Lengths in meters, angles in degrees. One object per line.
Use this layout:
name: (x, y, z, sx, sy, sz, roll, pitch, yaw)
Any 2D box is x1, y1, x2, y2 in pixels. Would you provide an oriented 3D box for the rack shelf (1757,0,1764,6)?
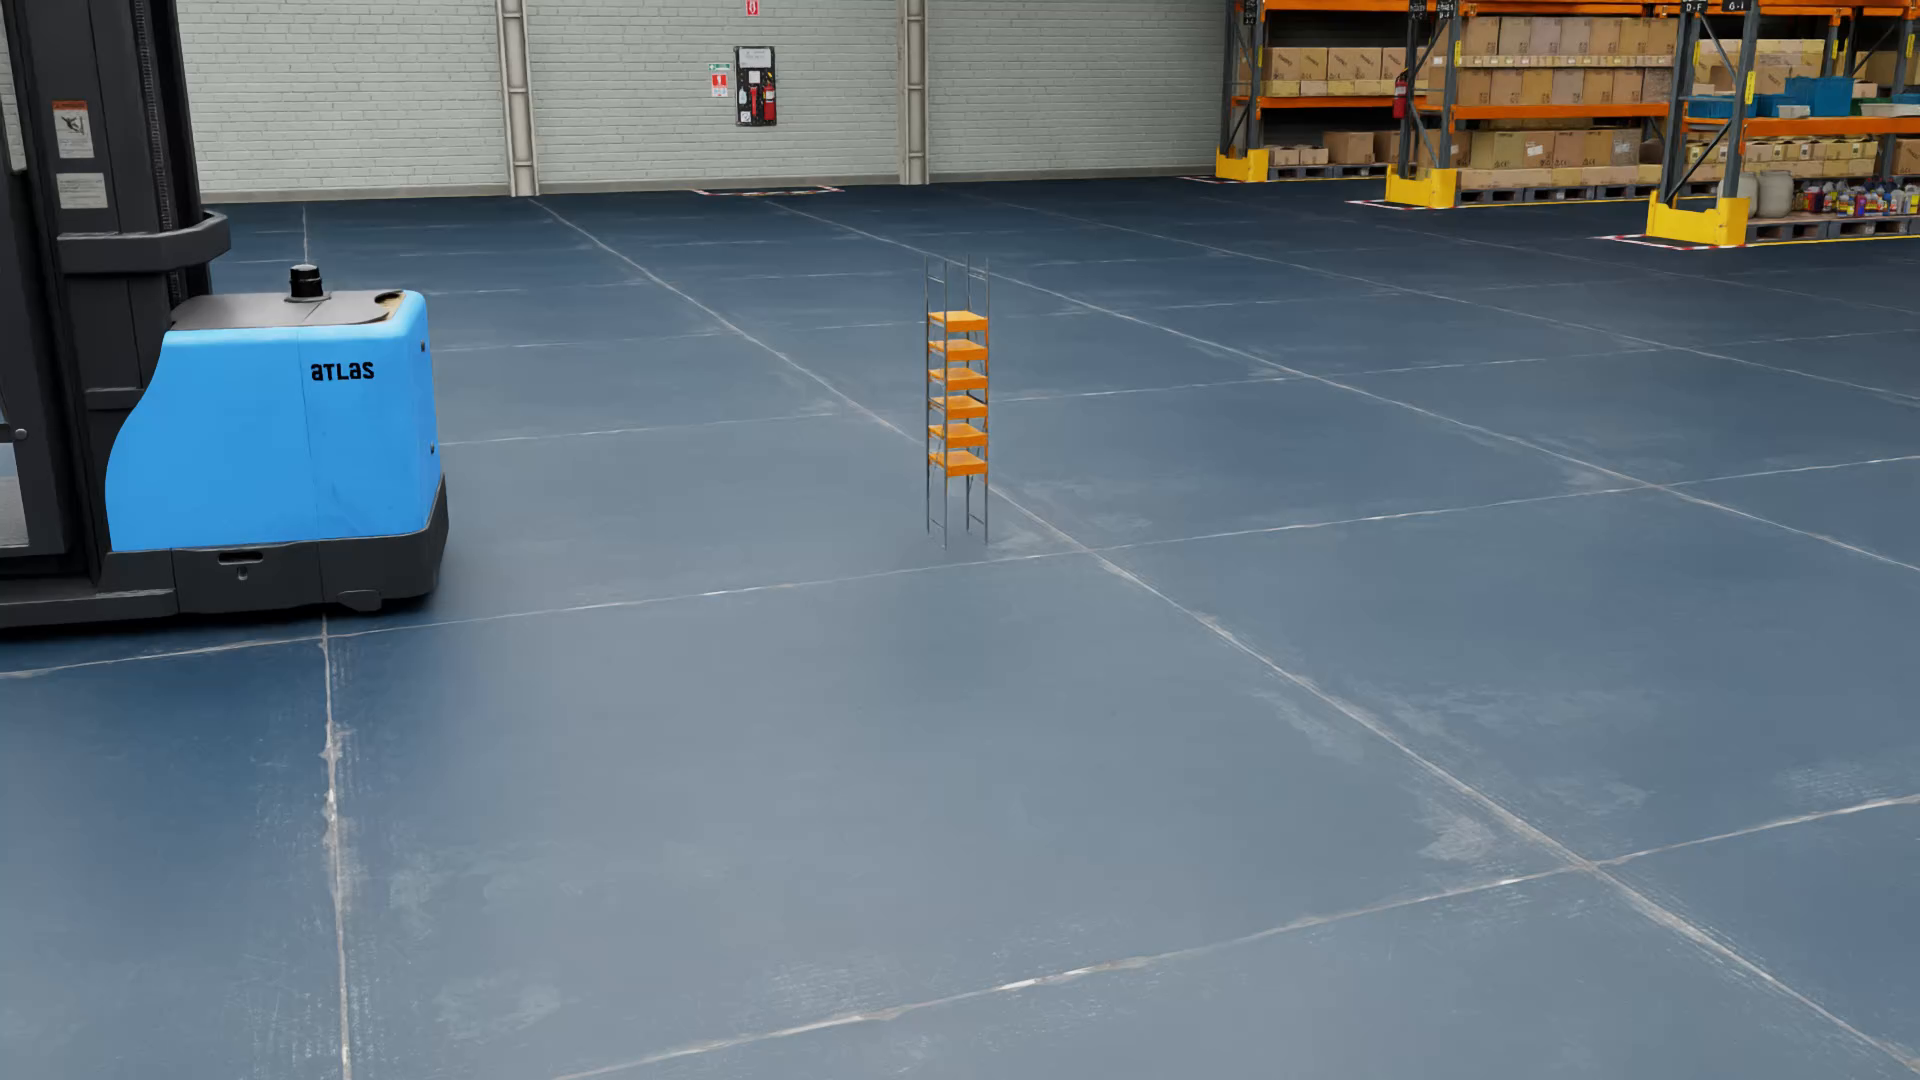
rack shelf: (9.950, -6.045, 18.311, 4.000, 0.370, 1.077, -6, 17, -20)

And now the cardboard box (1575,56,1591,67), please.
cardboard box: (8.438, -6.576, 22.839, 0.250, 0.149, 0.380, -6, 17, -18)

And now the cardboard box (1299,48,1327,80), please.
cardboard box: (5.555, -7.669, 26.790, 0.500, 0.500, 0.500, -6, 17, -20)

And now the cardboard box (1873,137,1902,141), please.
cardboard box: (14.573, -6.027, 25.954, 0.500, 0.500, 0.500, -5, 17, -18)

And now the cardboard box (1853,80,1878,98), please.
cardboard box: (13.428, -6.791, 25.059, 0.500, 0.311, 0.500, -5, 17, -17)

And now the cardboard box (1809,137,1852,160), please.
cardboard box: (12.899, -5.839, 24.796, 0.500, 0.311, 0.500, -6, 18, -21)

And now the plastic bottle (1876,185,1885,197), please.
plastic bottle: (10.823, -4.036, 19.578, 0.097, 0.271, 0.097, 0, 16, 0)

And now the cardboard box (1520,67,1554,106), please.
cardboard box: (7.708, -6.247, 22.870, 0.500, 0.500, 0.700, -6, 17, -20)

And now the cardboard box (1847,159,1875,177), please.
cardboard box: (13.379, -5.624, 25.061, 0.500, 0.250, 0.500, -6, 17, -19)

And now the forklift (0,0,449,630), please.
forklift: (-3.539, -1.178, 5.909, 3.031, 2.935, 1.130, -4, 17, -12)

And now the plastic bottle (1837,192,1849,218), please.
plastic bottle: (9.886, -3.752, 18.612, 0.097, 0.271, 0.097, 0, 16, 0)

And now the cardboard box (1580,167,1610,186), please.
cardboard box: (8.761, -5.132, 23.384, 0.500, 0.250, 0.500, -6, 17, -20)

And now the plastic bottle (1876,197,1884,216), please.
plastic bottle: (10.392, -3.773, 18.808, 0.097, 0.201, 0.097, 0, 16, 0)

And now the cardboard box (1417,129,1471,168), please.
cardboard box: (6.707, -5.427, 23.059, 0.500, 0.500, 0.500, -6, 17, -20)

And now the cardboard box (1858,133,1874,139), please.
cardboard box: (16.948, -7.666, 31.570, 0.500, 0.500, 0.700, -6, 18, -21)

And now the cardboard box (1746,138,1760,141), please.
cardboard box: (11.745, -5.877, 24.926, 0.500, 0.311, 0.500, -6, 18, -21)

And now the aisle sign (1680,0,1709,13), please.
aisle sign: (7.908, -6.067, 17.821, 0.004, 0.787, 0.394, -6, 17, -20)

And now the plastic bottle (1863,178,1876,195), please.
plastic bottle: (10.739, -4.101, 19.660, 0.185, 0.351, 0.144, -7, 18, -22)

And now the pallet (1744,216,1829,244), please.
pallet: (8.897, -3.511, 18.681, 1.213, 0.211, 1.003, -6, 17, -20)

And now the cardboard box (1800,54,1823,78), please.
cardboard box: (15.402, -8.653, 30.499, 0.500, 0.500, 0.500, -6, 18, -21)

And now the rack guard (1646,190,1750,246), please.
rack guard: (8.136, -3.570, 18.366, 0.348, 0.500, 1.175, -6, 17, -20)

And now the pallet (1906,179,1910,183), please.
pallet: (15.631, -5.708, 26.162, 1.213, 0.211, 1.003, -6, 17, -20)

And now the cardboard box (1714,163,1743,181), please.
cardboard box: (10.991, -5.365, 24.178, 0.500, 0.250, 0.500, -6, 17, -19)

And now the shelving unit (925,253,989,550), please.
shelving unit: (-0.014, -0.574, 6.924, 0.189, 1.200, 0.258, -6, 17, -20)

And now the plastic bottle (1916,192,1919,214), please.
plastic bottle: (11.002, -3.872, 19.002, 0.133, 0.283, 0.061, -5, 17, -16)

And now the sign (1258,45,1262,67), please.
sign: (4.731, -7.628, 26.214, 0.005, 0.325, 0.100, -6, 17, -20)

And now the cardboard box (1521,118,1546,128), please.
cardboard box: (9.848, -7.308, 28.984, 0.500, 0.250, 0.500, -7, 18, -22)

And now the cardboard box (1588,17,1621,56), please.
cardboard box: (8.697, -6.978, 23.058, 0.500, 0.500, 0.700, -6, 17, -20)

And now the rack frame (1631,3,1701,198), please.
rack frame: (10.048, -6.456, 23.759, 0.127, 3.000, 1.000, -6, 17, -20)

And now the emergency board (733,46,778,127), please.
emergency board: (-3.043, -6.810, 24.963, 0.643, 1.169, 0.194, -6, 17, -20)

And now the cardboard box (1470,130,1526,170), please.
cardboard box: (7.360, -5.341, 22.766, 0.500, 0.500, 0.500, -6, 17, -20)

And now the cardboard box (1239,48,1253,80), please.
cardboard box: (4.901, -7.756, 27.087, 0.500, 0.500, 0.500, -6, 18, -21)

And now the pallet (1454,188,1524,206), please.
pallet: (7.012, -4.803, 23.078, 1.213, 0.211, 1.003, -6, 17, -20)

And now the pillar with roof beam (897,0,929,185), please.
pillar with roof beam: (0.819, -8.794, 21.075, 0.400, 9.000, 9.100, -6, 17, -20)

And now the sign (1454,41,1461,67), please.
sign: (6.506, -6.359, 21.753, 0.005, 0.325, 0.100, -6, 17, -20)

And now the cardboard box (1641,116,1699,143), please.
cardboard box: (12.741, -7.372, 29.948, 0.750, 0.750, 0.750, -6, 18, -21)

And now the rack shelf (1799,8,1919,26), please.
rack shelf: (17.610, -9.861, 31.308, 4.000, 0.370, 1.077, -6, 17, -20)

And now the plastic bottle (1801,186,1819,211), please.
plastic bottle: (9.885, -3.972, 19.353, 0.135, 0.276, 0.152, -6, 17, -20)

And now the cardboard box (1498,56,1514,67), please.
cardboard box: (7.235, -6.447, 22.399, 0.250, 0.149, 0.380, -6, 17, -20)

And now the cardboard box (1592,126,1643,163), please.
cardboard box: (9.503, -5.733, 24.102, 0.500, 0.500, 0.500, -6, 17, -20)

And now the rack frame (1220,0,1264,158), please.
rack frame: (4.537, -7.355, 26.822, 0.127, 3.000, 1.000, -6, 17, -20)

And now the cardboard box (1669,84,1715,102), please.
cardboard box: (10.492, -6.445, 23.988, 0.500, 0.250, 0.500, -5, 17, -17)

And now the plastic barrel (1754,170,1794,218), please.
plastic barrel: (9.137, -3.894, 18.704, 0.421, 0.512, 0.421, 0, 16, 0)

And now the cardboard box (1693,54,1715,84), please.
cardboard box: (13.045, -8.394, 29.619, 0.500, 0.500, 0.500, -6, 17, -18)

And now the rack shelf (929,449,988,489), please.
rack shelf: (-0.014, -0.301, 7.004, 0.180, 0.103, 0.258, -6, 17, -20)

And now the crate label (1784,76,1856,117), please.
crate label: (9.704, -5.023, 18.815, 0.616, 0.435, 0.502, -6, 17, -20)

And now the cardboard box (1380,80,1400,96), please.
cardboard box: (7.006, -7.466, 27.430, 0.500, 0.250, 0.500, -6, 17, -20)

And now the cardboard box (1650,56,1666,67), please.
cardboard box: (9.639, -6.707, 23.285, 0.250, 0.149, 0.380, -7, 18, -21)

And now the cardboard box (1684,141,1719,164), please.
cardboard box: (10.523, -5.583, 23.926, 0.500, 0.311, 0.500, -6, 17, -20)

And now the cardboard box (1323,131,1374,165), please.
cardboard box: (6.451, -6.532, 27.672, 0.500, 0.500, 0.700, -7, 18, -24)

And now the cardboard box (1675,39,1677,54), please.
cardboard box: (12.550, -8.703, 29.339, 0.500, 0.250, 0.500, -6, 17, -19)

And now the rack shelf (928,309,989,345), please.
rack shelf: (-0.014, -0.877, 6.835, 0.180, 0.103, 0.258, -6, 17, -20)
